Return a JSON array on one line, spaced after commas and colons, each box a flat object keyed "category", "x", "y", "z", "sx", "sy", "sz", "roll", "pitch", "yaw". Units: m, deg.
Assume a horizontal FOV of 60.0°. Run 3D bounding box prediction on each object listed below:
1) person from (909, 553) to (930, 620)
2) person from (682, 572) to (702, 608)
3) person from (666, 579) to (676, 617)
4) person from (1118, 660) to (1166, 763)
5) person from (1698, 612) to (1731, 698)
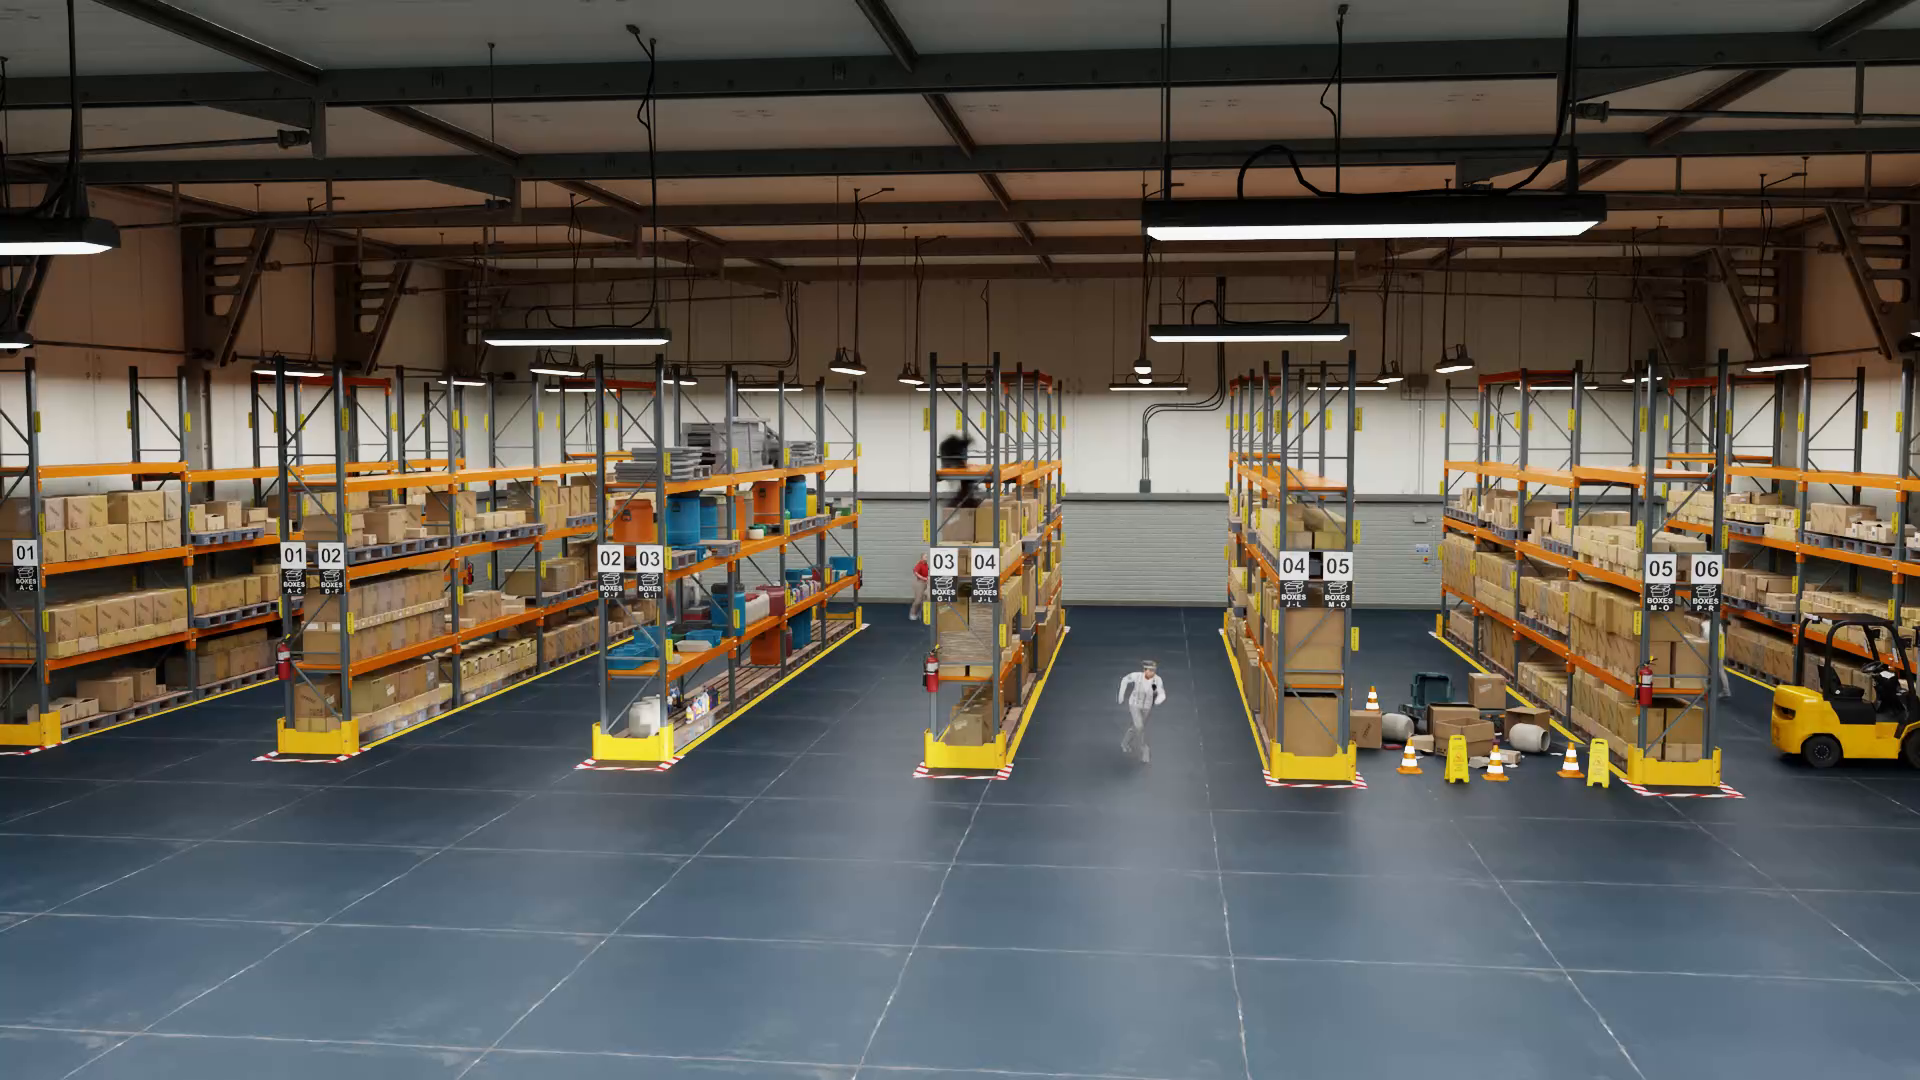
[{"category": "person", "x": -0.938, "y": 1.180, "z": 42.236, "sx": 0.624, "sy": 1.683, "sz": 0.755, "roll": 2, "pitch": 5, "yaw": 31}, {"category": "person", "x": -6.801, "y": 1.199, "z": 42.068, "sx": 0.574, "sy": 1.724, "sz": 0.842, "roll": -2, "pitch": 4, "yaw": -23}, {"category": "person", "x": -7.358, "y": 1.186, "z": 42.005, "sx": 0.888, "sy": 1.659, "sz": 0.623, "roll": 2, "pitch": 4, "yaw": 22}, {"category": "person", "x": 2.687, "y": 2.490, "z": 24.697, "sx": 0.608, "sy": 1.501, "sz": 1.049, "roll": -1, "pitch": 4, "yaw": -14}, {"category": "person", "x": 13.639, "y": 2.055, "z": 30.147, "sx": 0.598, "sy": 1.659, "sz": 0.940, "roll": -1, "pitch": 4, "yaw": -8}]
